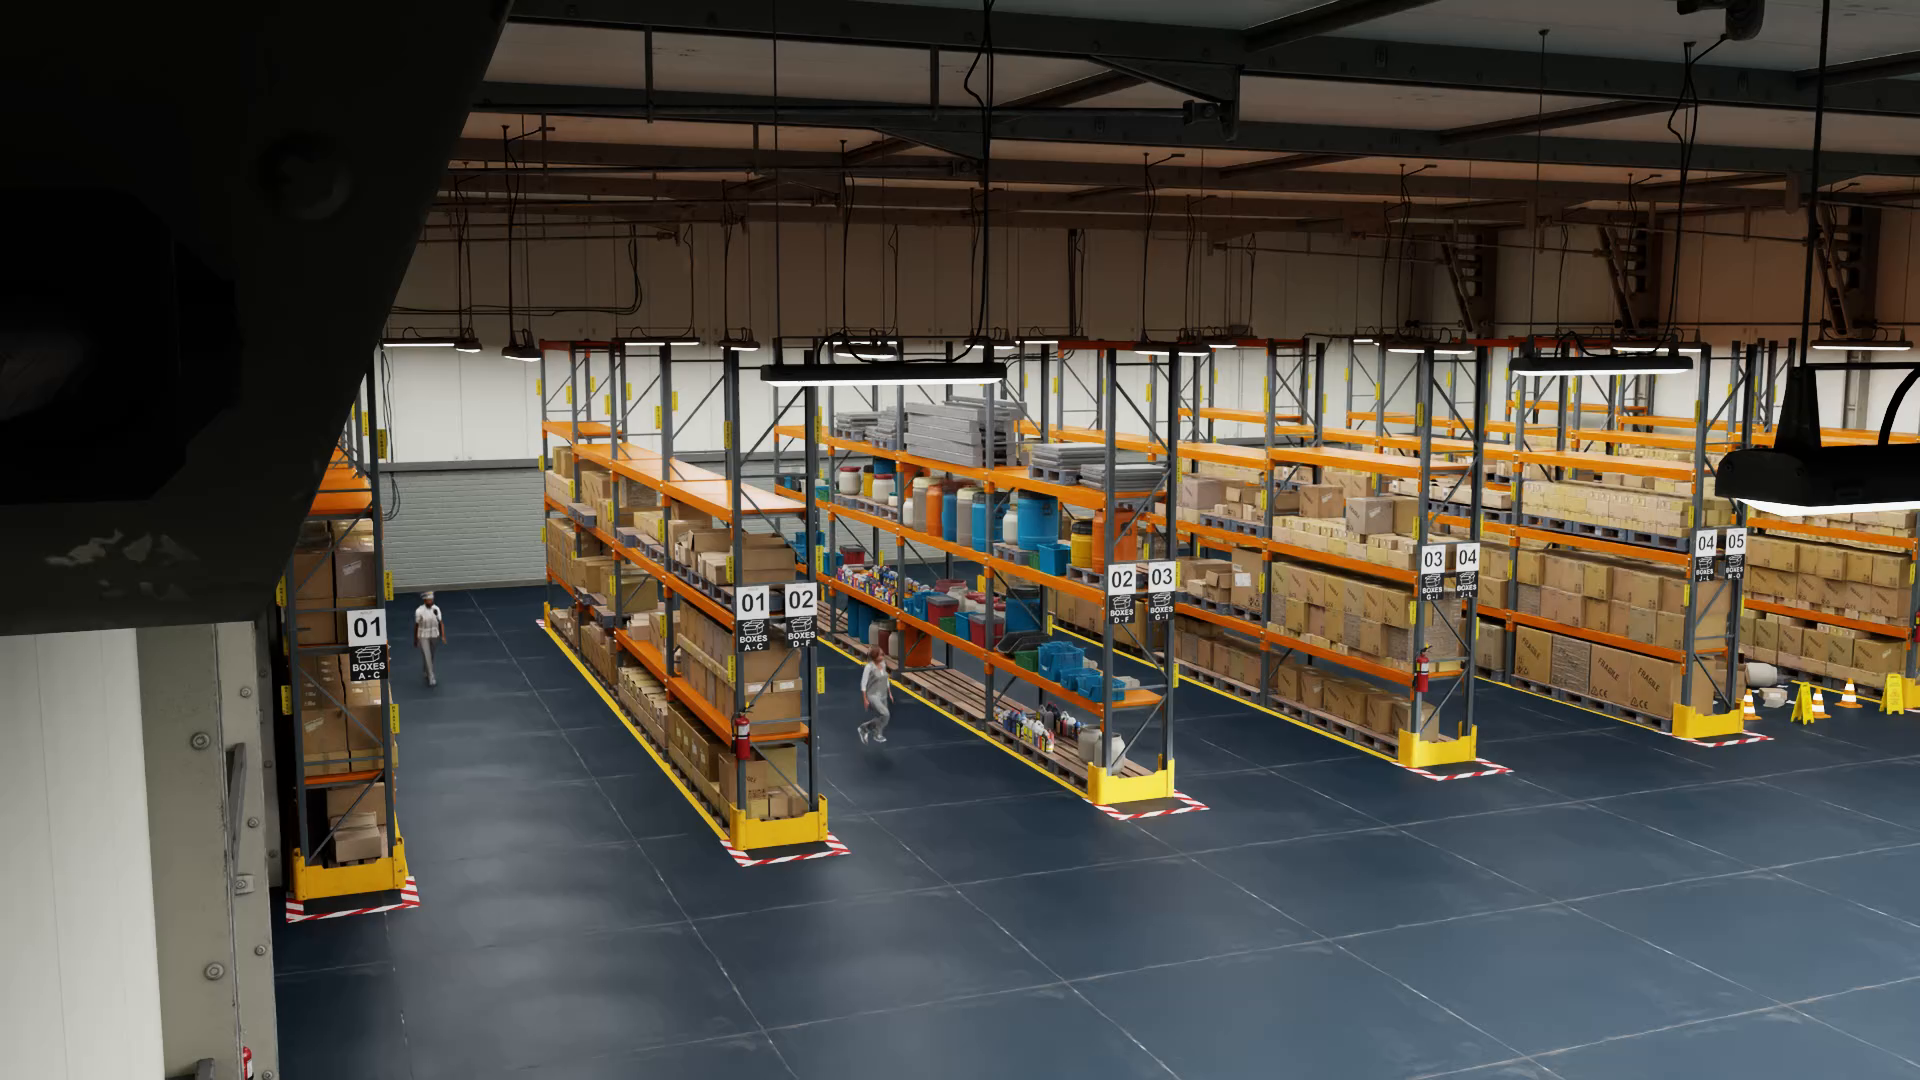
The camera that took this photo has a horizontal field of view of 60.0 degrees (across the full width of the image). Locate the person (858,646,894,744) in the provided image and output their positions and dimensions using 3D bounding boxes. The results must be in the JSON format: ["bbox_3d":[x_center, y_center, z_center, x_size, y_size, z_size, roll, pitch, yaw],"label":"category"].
[{"bbox_3d":[-1.216,2.286,24.237,0.732,1.516,0.522,7,10,41],"label":"person"}]

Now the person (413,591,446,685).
[{"bbox_3d":[-9.365,1.695,29.376,0.486,1.617,1.068,-5,9,-36],"label":"person"}]

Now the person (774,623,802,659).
[{"bbox_3d":[-2.963,1.740,27.348,0.677,1.559,1.108,-4,9,-30],"label":"person"}]
